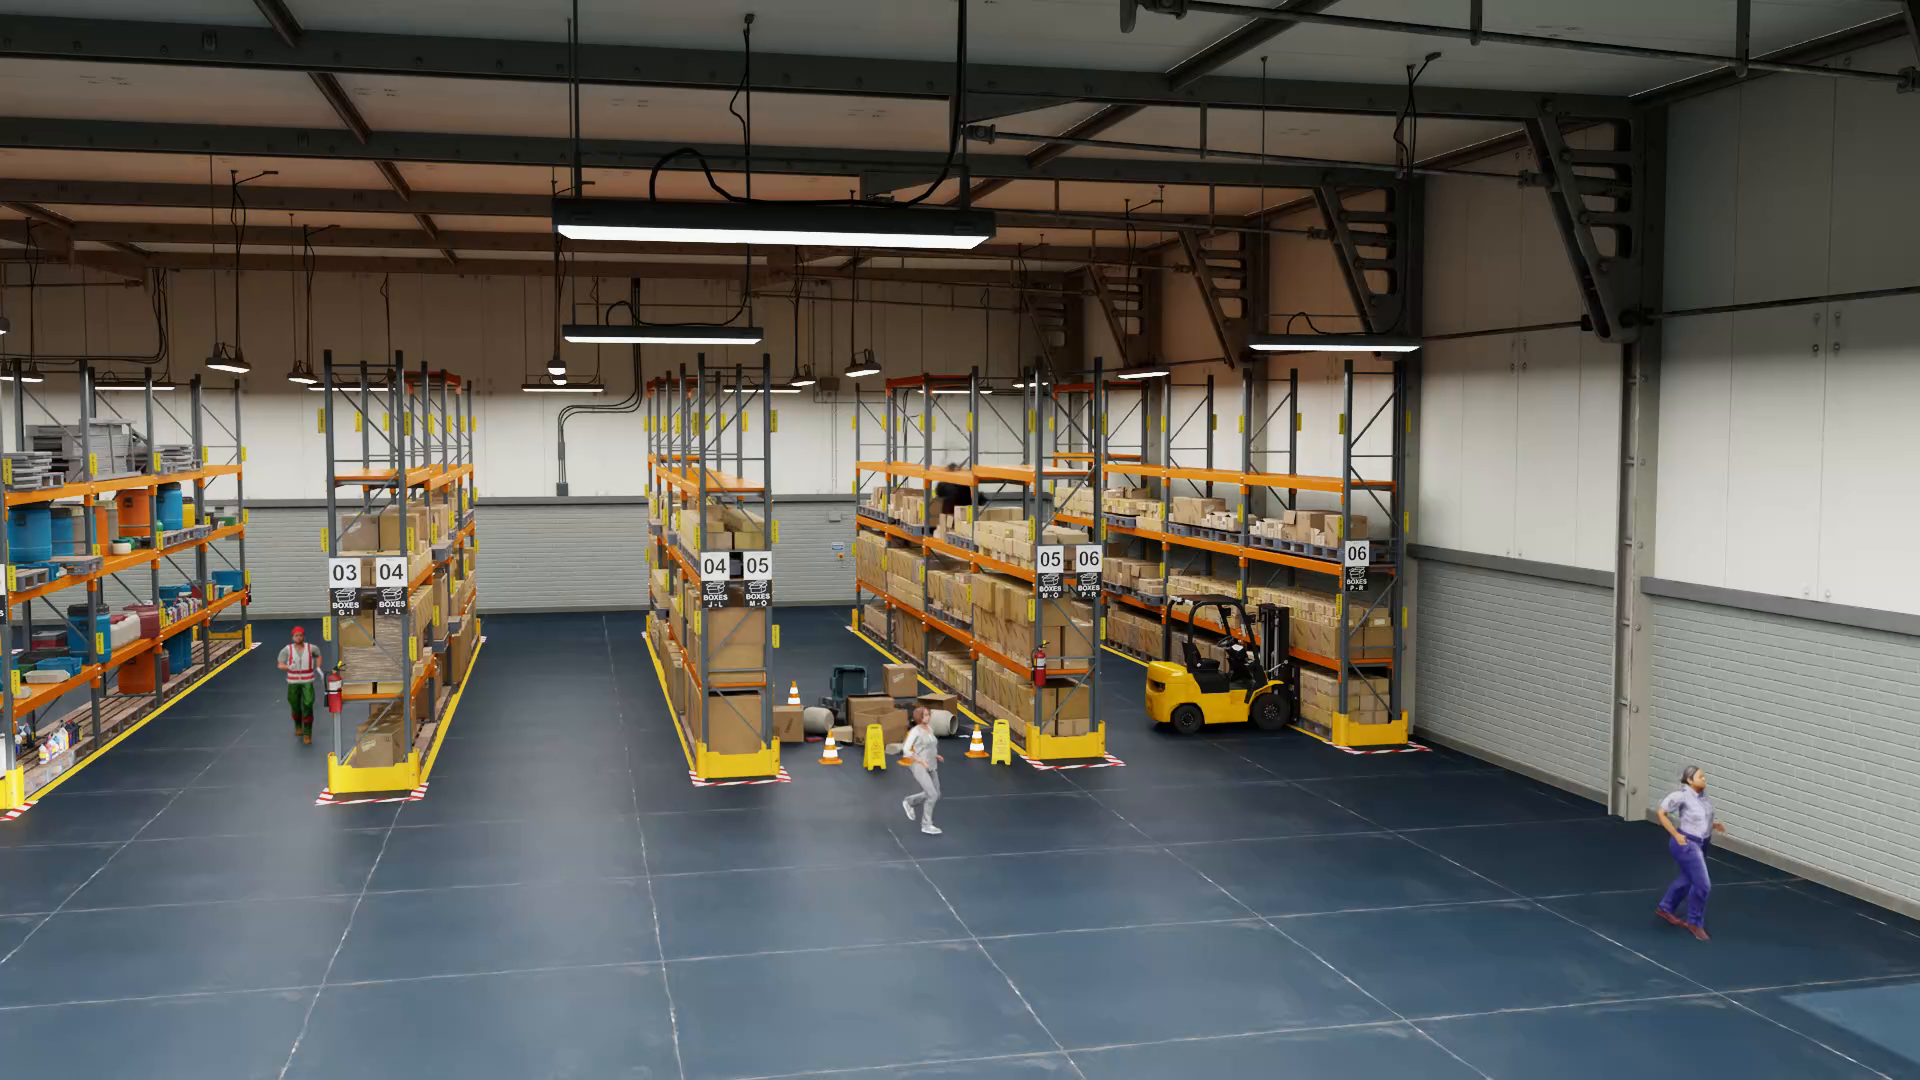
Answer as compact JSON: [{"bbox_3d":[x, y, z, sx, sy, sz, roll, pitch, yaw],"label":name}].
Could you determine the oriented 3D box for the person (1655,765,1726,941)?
[{"bbox_3d":[7.170,3.073,16.352,0.590,1.707,0.678,-4,5,-42],"label":"person"}]

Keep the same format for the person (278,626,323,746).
[{"bbox_3d":[-10.375,2.270,26.183,0.654,1.834,0.855,-1,4,-19],"label":"person"}]

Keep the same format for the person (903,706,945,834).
[{"bbox_3d":[-0.489,2.808,20.379,0.608,1.549,0.538,3,5,33],"label":"person"}]
